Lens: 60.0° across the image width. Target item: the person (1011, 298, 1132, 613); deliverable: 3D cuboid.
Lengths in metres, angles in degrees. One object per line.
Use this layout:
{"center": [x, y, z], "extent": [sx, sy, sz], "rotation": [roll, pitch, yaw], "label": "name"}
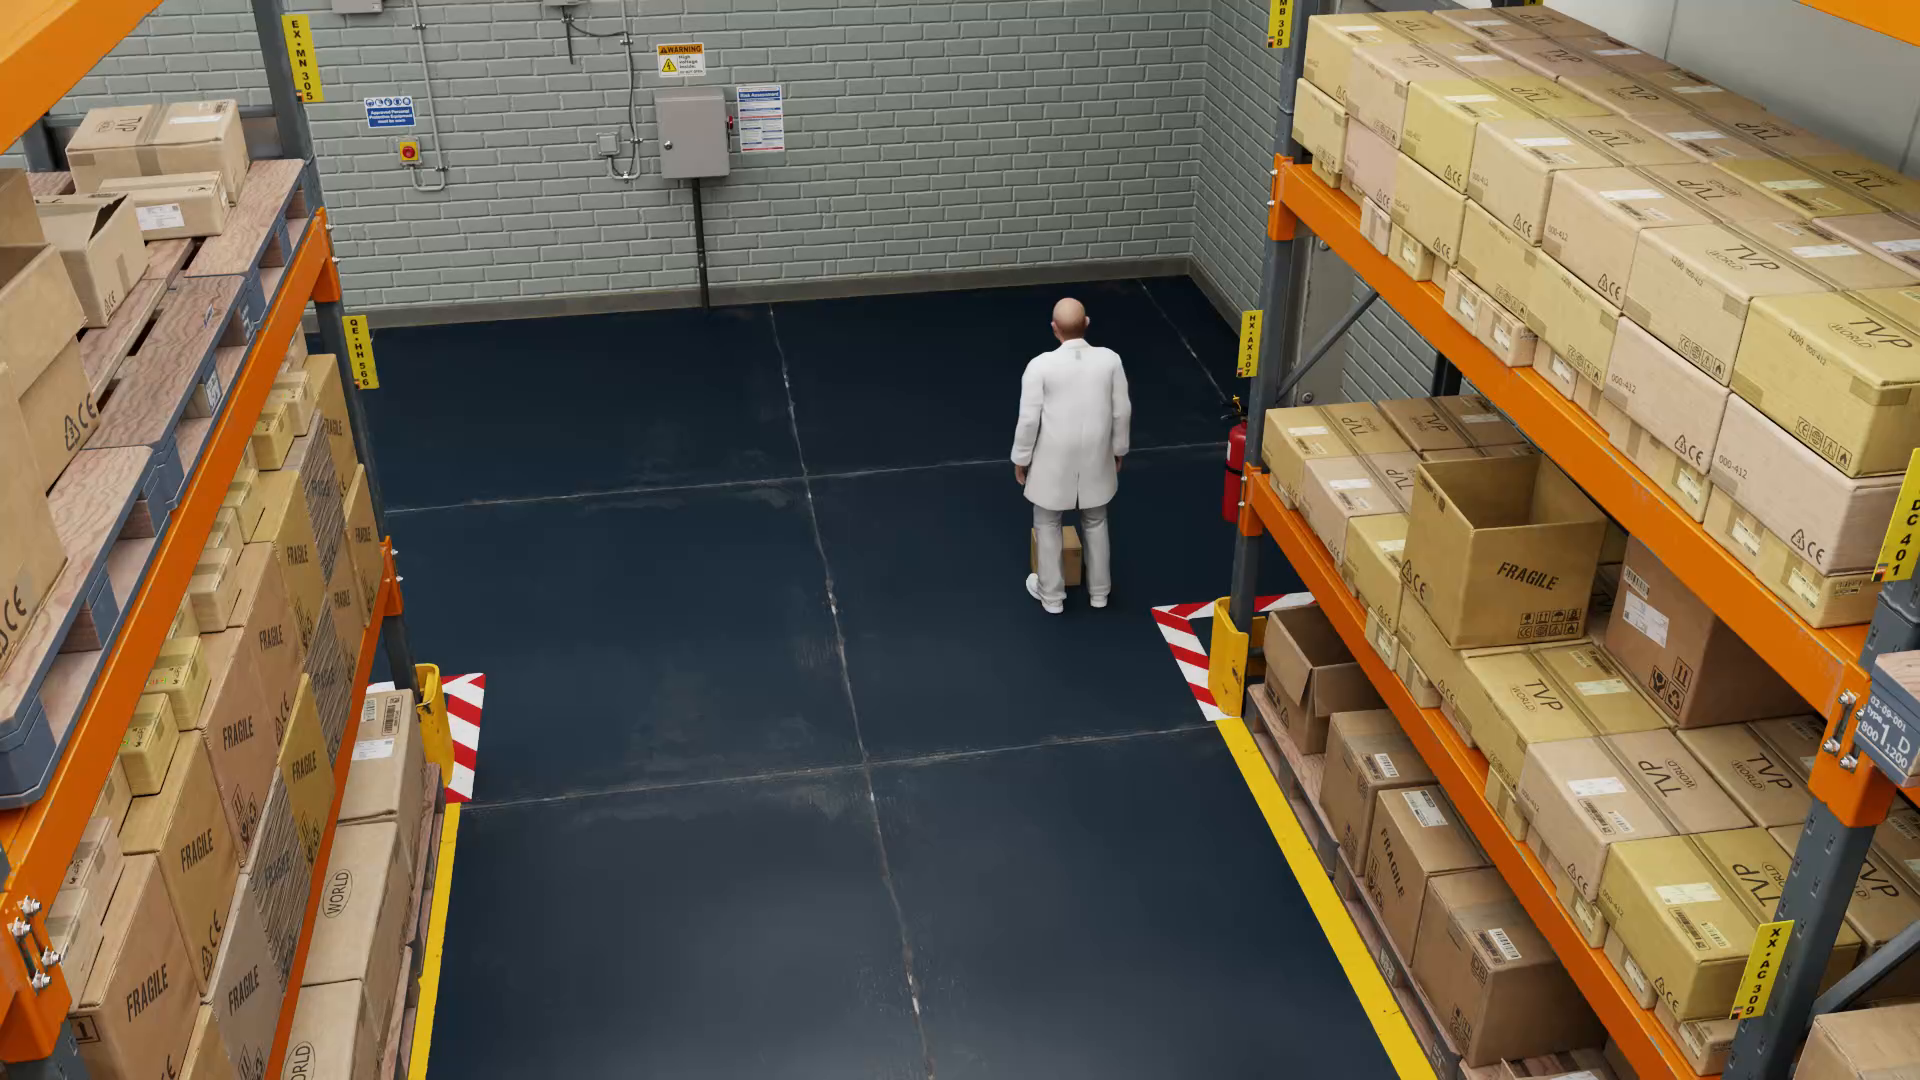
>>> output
{"center": [0.594, -0.440, 8.910], "extent": [0.652, 1.774, 0.416], "rotation": [-6, 31, -10], "label": "person"}
